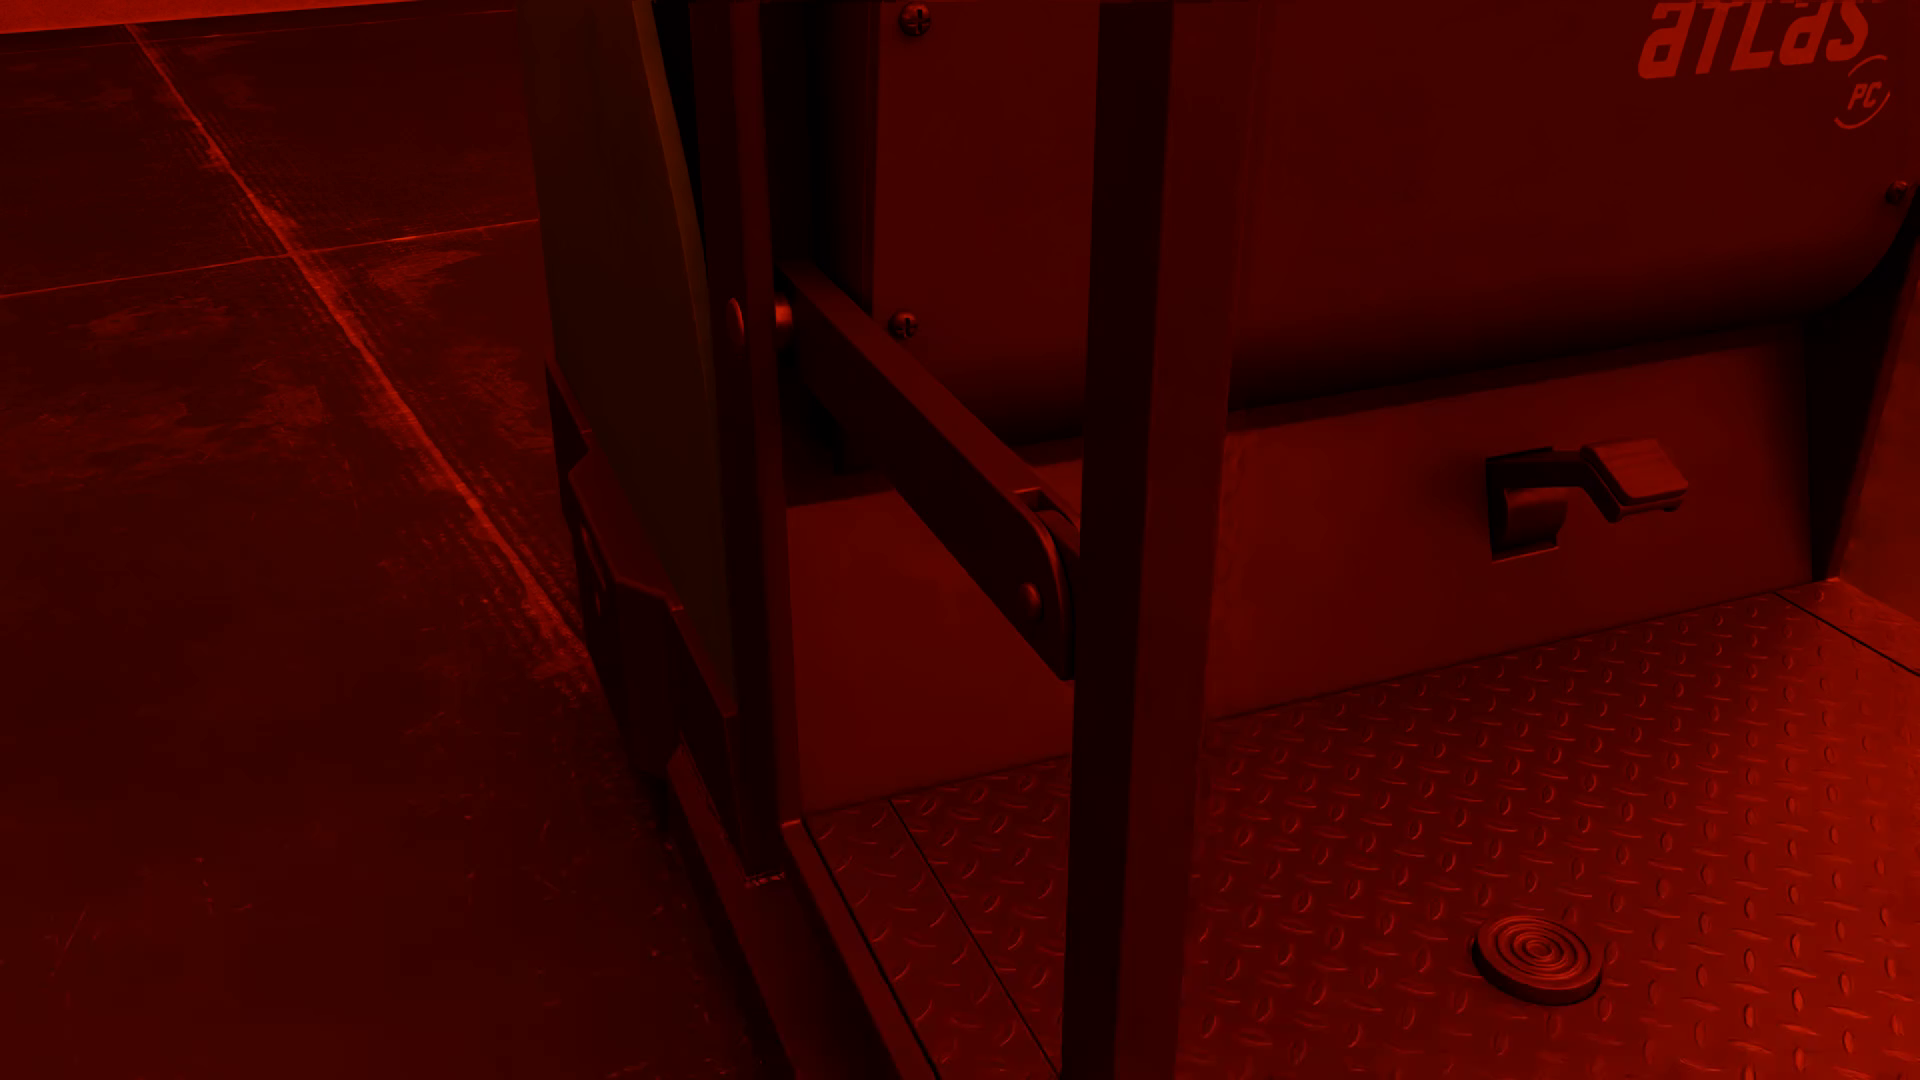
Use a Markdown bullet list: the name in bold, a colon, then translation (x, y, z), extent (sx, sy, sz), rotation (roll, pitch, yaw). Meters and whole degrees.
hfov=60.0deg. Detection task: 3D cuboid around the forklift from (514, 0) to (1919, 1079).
- **forklift**: translation (0.437, -0.775, 0.787), extent (1.130, 2.935, 3.031), rotation (-10, 29, -19)
